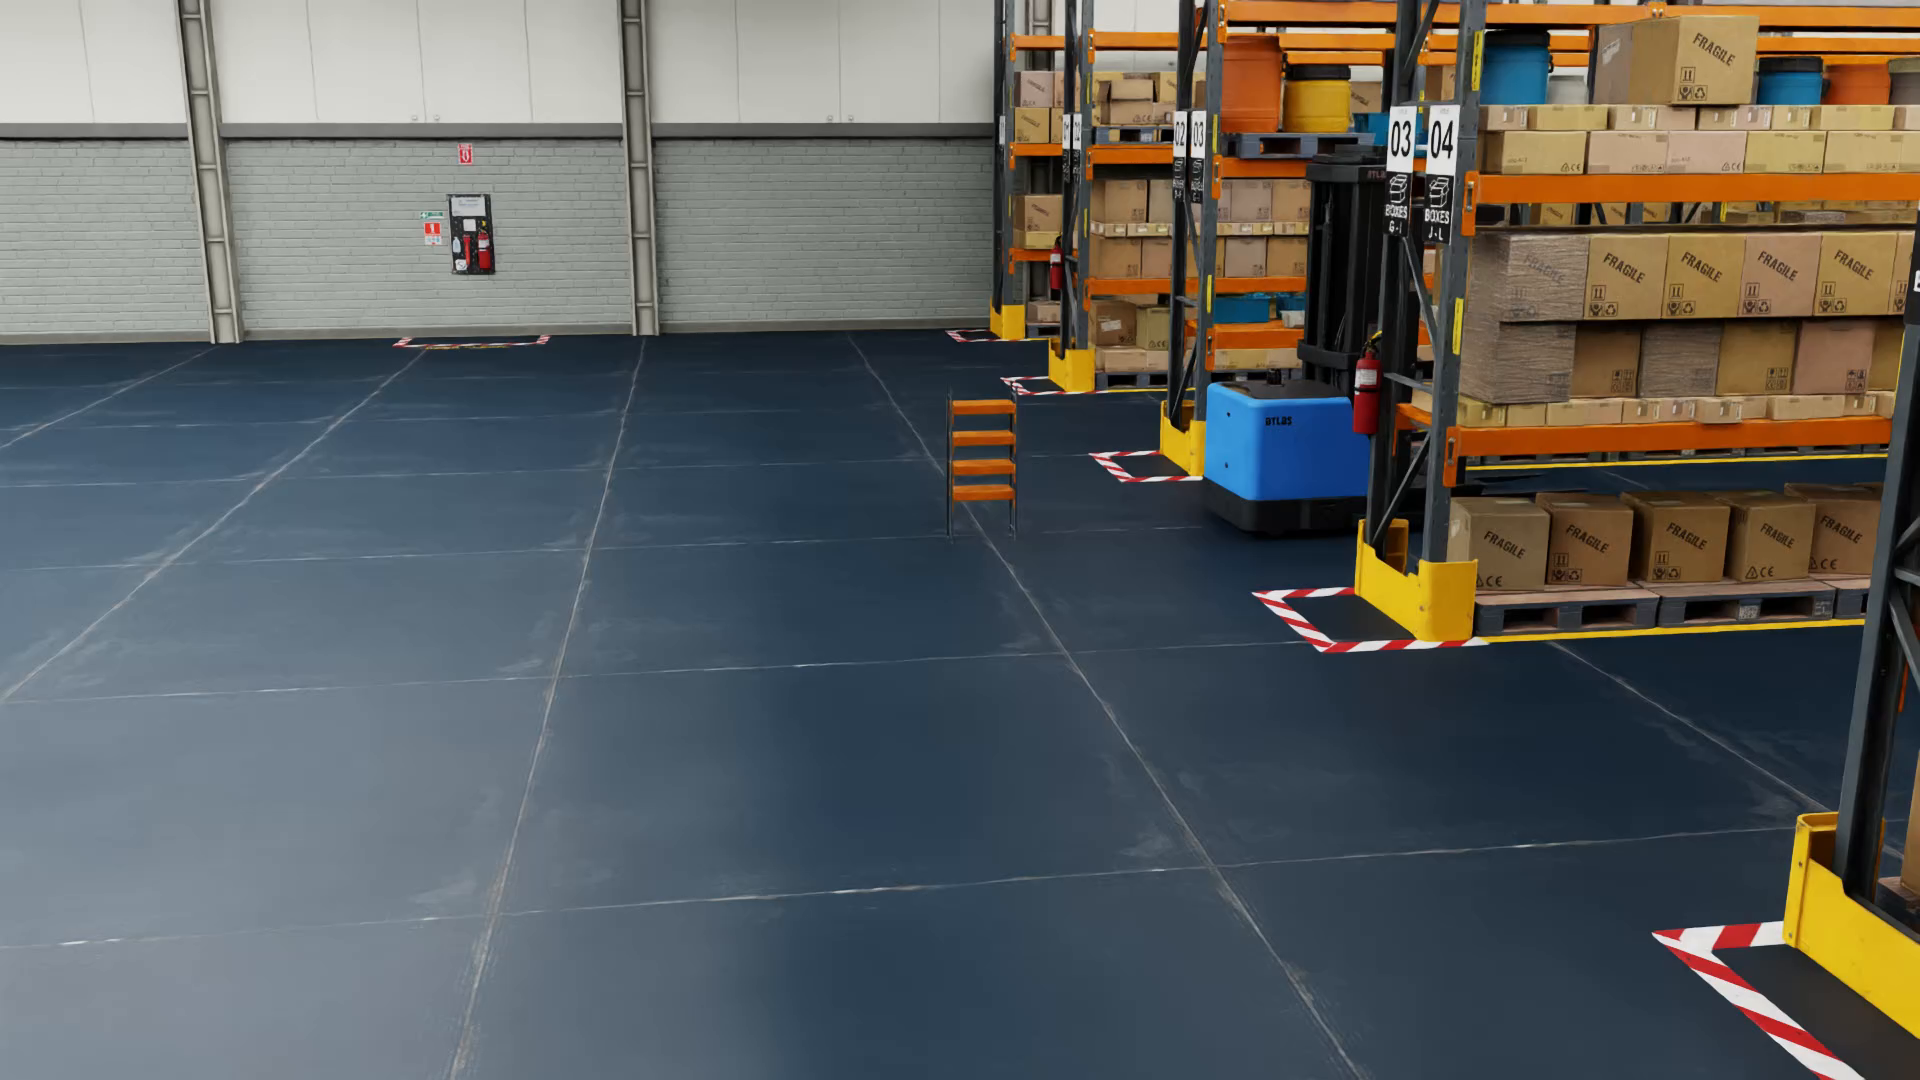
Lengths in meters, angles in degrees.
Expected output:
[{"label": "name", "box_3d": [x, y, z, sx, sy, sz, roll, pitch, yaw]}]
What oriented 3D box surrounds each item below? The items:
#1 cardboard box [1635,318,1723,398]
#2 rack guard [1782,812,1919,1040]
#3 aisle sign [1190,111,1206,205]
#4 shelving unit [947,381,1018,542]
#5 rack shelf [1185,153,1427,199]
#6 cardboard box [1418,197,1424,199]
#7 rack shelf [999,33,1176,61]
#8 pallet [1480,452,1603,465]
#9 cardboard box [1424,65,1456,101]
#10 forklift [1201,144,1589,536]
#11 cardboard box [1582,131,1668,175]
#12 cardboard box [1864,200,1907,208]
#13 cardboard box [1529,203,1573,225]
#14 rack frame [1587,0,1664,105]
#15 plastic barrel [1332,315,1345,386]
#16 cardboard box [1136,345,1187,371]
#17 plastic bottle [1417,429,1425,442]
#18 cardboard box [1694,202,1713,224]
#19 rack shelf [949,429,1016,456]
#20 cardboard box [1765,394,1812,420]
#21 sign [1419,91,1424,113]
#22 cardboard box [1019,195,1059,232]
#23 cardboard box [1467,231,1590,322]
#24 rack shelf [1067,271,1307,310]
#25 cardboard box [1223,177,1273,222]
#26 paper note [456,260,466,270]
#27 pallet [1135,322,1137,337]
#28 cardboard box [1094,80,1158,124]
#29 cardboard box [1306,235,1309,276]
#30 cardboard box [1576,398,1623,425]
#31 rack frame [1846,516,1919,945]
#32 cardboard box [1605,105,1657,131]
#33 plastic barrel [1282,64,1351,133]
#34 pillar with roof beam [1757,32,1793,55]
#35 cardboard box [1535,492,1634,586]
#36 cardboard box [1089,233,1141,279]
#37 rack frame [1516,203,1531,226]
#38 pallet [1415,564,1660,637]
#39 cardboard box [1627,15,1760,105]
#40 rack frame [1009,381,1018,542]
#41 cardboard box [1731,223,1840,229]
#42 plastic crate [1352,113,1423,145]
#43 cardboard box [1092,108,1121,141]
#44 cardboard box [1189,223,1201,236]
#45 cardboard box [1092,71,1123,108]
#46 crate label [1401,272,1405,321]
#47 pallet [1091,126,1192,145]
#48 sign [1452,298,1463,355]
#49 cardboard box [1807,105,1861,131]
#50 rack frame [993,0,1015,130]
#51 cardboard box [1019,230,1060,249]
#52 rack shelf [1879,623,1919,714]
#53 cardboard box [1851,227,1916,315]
[{"label": "cardboard box", "box_3d": [4.375, -1.231, 10.645, 0.500, 0.500, 0.875, -2, 14, -8]}, {"label": "rack guard", "box_3d": [3.465, 1.440, 5.951, 0.348, 0.500, 1.175, -2, 14, -8]}, {"label": "aisle sign", "box_3d": [2.084, -3.349, 14.565, 0.004, 0.787, 0.394, -2, 14, -8]}, {"label": "shelving unit", "box_3d": [0.166, -0.588, 12.600, 0.499, 1.200, 0.258, -2, 14, -8]}, {"label": "rack shelf", "box_3d": [4.089, -3.340, 15.185, 4.000, 0.370, 1.077, -2, 14, -8]}, {"label": "cardboard box", "box_3d": [6.854, -5.026, 25.487, 0.500, 0.500, 0.700, -2, 14, -8]}, {"label": "rack shelf", "box_3d": [2.613, -7.176, 24.322, 4.000, 0.370, 1.077, -2, 14, -8]}, {"label": "pallet", "box_3d": [5.397, -0.939, 16.033, 1.213, 0.211, 1.003, -2, 14, -8]}, {"label": "cardboard box", "box_3d": [5.948, -5.460, 20.065, 0.500, 0.500, 0.500, -2, 14, -8]}, {"label": "forklift", "box_3d": [6.660, 0.433, 4.971, 5.417, 2.935, 18.928, -3, 14, -12]}, {"label": "cardboard box", "box_3d": [3.873, -2.327, 9.978, 0.500, 0.250, 0.500, -2, 14, -10]}, {"label": "cardboard box", "box_3d": [14.481, -5.194, 26.650, 0.700, 0.700, 0.980, -3, 14, -11]}, {"label": "cardboard box", "box_3d": [9.065, -4.993, 25.605, 0.500, 0.500, 0.500, -2, 14, -7]}, {"label": "rack frame", "box_3d": [6.067, -5.216, 15.021, 0.127, 3.000, 1.000, -2, 14, -8]}, {"label": "plastic barrel", "box_3d": [7.080, -1.559, 15.044, 8.785, 1.474, 2.652, -2, 14, -8]}, {"label": "cardboard box", "box_3d": [2.435, -2.208, 20.148, 0.500, 0.250, 0.500, -2, 14, -8]}, {"label": "plastic bottle", "box_3d": [4.290, -1.054, 15.464, 0.097, 0.271, 0.097, 0, 14, 0]}, {"label": "cardboard box", "box_3d": [11.580, -5.083, 25.967, 0.500, 0.500, 0.500, -2, 14, -8]}, {"label": "rack shelf", "box_3d": [0.164, -0.740, 12.562, 0.480, 0.148, 0.258, -2, 14, -8]}, {"label": "cardboard box", "box_3d": [5.150, -0.864, 10.515, 0.250, 0.149, 0.380, -2, 14, -8]}, {"label": "sign", "box_3d": [5.417, -5.108, 19.533, 0.005, 0.325, 0.100, -2, 14, -8]}, {"label": "cardboard box", "box_3d": [1.152, -4.790, 24.381, 0.500, 0.500, 0.500, -2, 14, -8]}, {"label": "cardboard box", "box_3d": [3.434, -1.602, 10.071, 0.500, 0.500, 0.500, -2, 14, -8]}, {"label": "rack shelf", "box_3d": [3.355, -3.076, 20.301, 4.000, 0.370, 1.077, -2, 14, -8]}, {"label": "cardboard box", "box_3d": [3.406, -4.103, 20.045, 0.500, 0.500, 0.700, -2, 14, -8]}, {"label": "paper note", "box_3d": [-7.369, -4.063, 24.566, 0.142, 0.148, 0.016, -2, 14, -8]}, {"label": "pallet", "box_3d": [2.723, -3.259, 25.282, 1.213, 0.211, 1.003, -2, 14, -8]}, {"label": "cardboard box", "box_3d": [1.946, -5.149, 19.558, 0.637, 0.503, 0.797, -1, 14, -4]}, {"label": "cardboard box", "box_3d": [4.374, -3.508, 20.338, 0.500, 0.500, 0.700, -2, 14, -9]}, {"label": "cardboard box", "box_3d": [3.910, -0.825, 10.361, 0.250, 0.149, 0.380, -2, 14, -8]}, {"label": "rack frame", "box_3d": [3.488, 0.226, 5.654, 0.053, 2.616, 0.949, -2, 14, -8]}, {"label": "cardboard box", "box_3d": [3.938, -2.517, 9.916, 0.250, 0.149, 0.380, -2, 14, -6]}, {"label": "plastic barrel", "box_3d": [3.220, -3.983, 15.021, 0.600, 0.588, 0.600, 0, 14, 0]}, {"label": "pillar with roof beam", "box_3d": [13.706, -7.087, 22.481, 0.400, 9.000, 9.100, -2, 14, -8]}, {"label": "cardboard box", "box_3d": [4.055, -0.010, 10.869, 0.500, 0.500, 0.500, 2, 14, 6]}, {"label": "cardboard box", "box_3d": [1.841, -3.415, 19.968, 0.500, 0.500, 0.700, -2, 14, -8]}, {"label": "rack frame", "box_3d": [8.546, -4.834, 25.831, 0.127, 3.000, 1.000, -2, 14, -8]}, {"label": "pallet", "box_3d": [3.733, 0.359, 10.856, 1.213, 0.211, 1.003, -2, 14, -8]}, {"label": "cardboard box", "box_3d": [4.358, -2.849, 9.904, 0.500, 0.500, 0.500, -2, 14, -9]}, {"label": "rack frame", "box_3d": [0.405, -0.597, 12.635, 0.015, 1.200, 0.240, -2, 14, -8]}, {"label": "cardboard box", "box_3d": [5.333, -1.801, 10.864, 0.500, 0.500, 0.500, -2, 14, -8]}, {"label": "plastic crate", "box_3d": [3.952, -3.750, 15.374, 0.575, 0.384, 0.392, -2, 14, -8]}, {"label": "cardboard box", "box_3d": [2.053, -6.040, 24.227, 0.500, 0.500, 0.500, -1, 14, -6]}, {"label": "cardboard box", "box_3d": [2.818, -3.716, 19.834, 0.250, 0.149, 0.380, -3, 14, -10]}, {"label": "cardboard box", "box_3d": [2.061, -6.525, 24.106, 0.500, 0.500, 0.500, -2, 14, -7]}, {"label": "crate label", "box_3d": [3.891, -2.310, 15.694, 0.616, 0.435, 0.502, -2, 14, -8]}, {"label": "pallet", "box_3d": [2.080, -4.784, 19.648, 1.213, 0.211, 1.003, -2, 14, -8]}, {"label": "sign", "box_3d": [2.930, -1.259, 9.797, 0.005, 0.325, 0.100, -2, 14, -8]}, {"label": "cardboard box", "box_3d": [5.224, -2.560, 10.086, 0.250, 0.149, 0.380, -1, 14, -6]}, {"label": "rack frame", "box_3d": [0.636, -7.454, 23.946, 0.127, 3.000, 1.000, -2, 14, -8]}, {"label": "cardboard box", "box_3d": [1.165, -4.422, 24.457, 0.500, 0.250, 0.500, -3, 14, -10]}, {"label": "rack shelf", "box_3d": [5.466, 0.503, 6.027, 4.000, 0.370, 1.077, -2, 14, -8]}, {"label": "cardboard box", "box_3d": [5.907, -1.692, 10.428, 0.500, 0.500, 0.500, -2, 14, -8]}]
